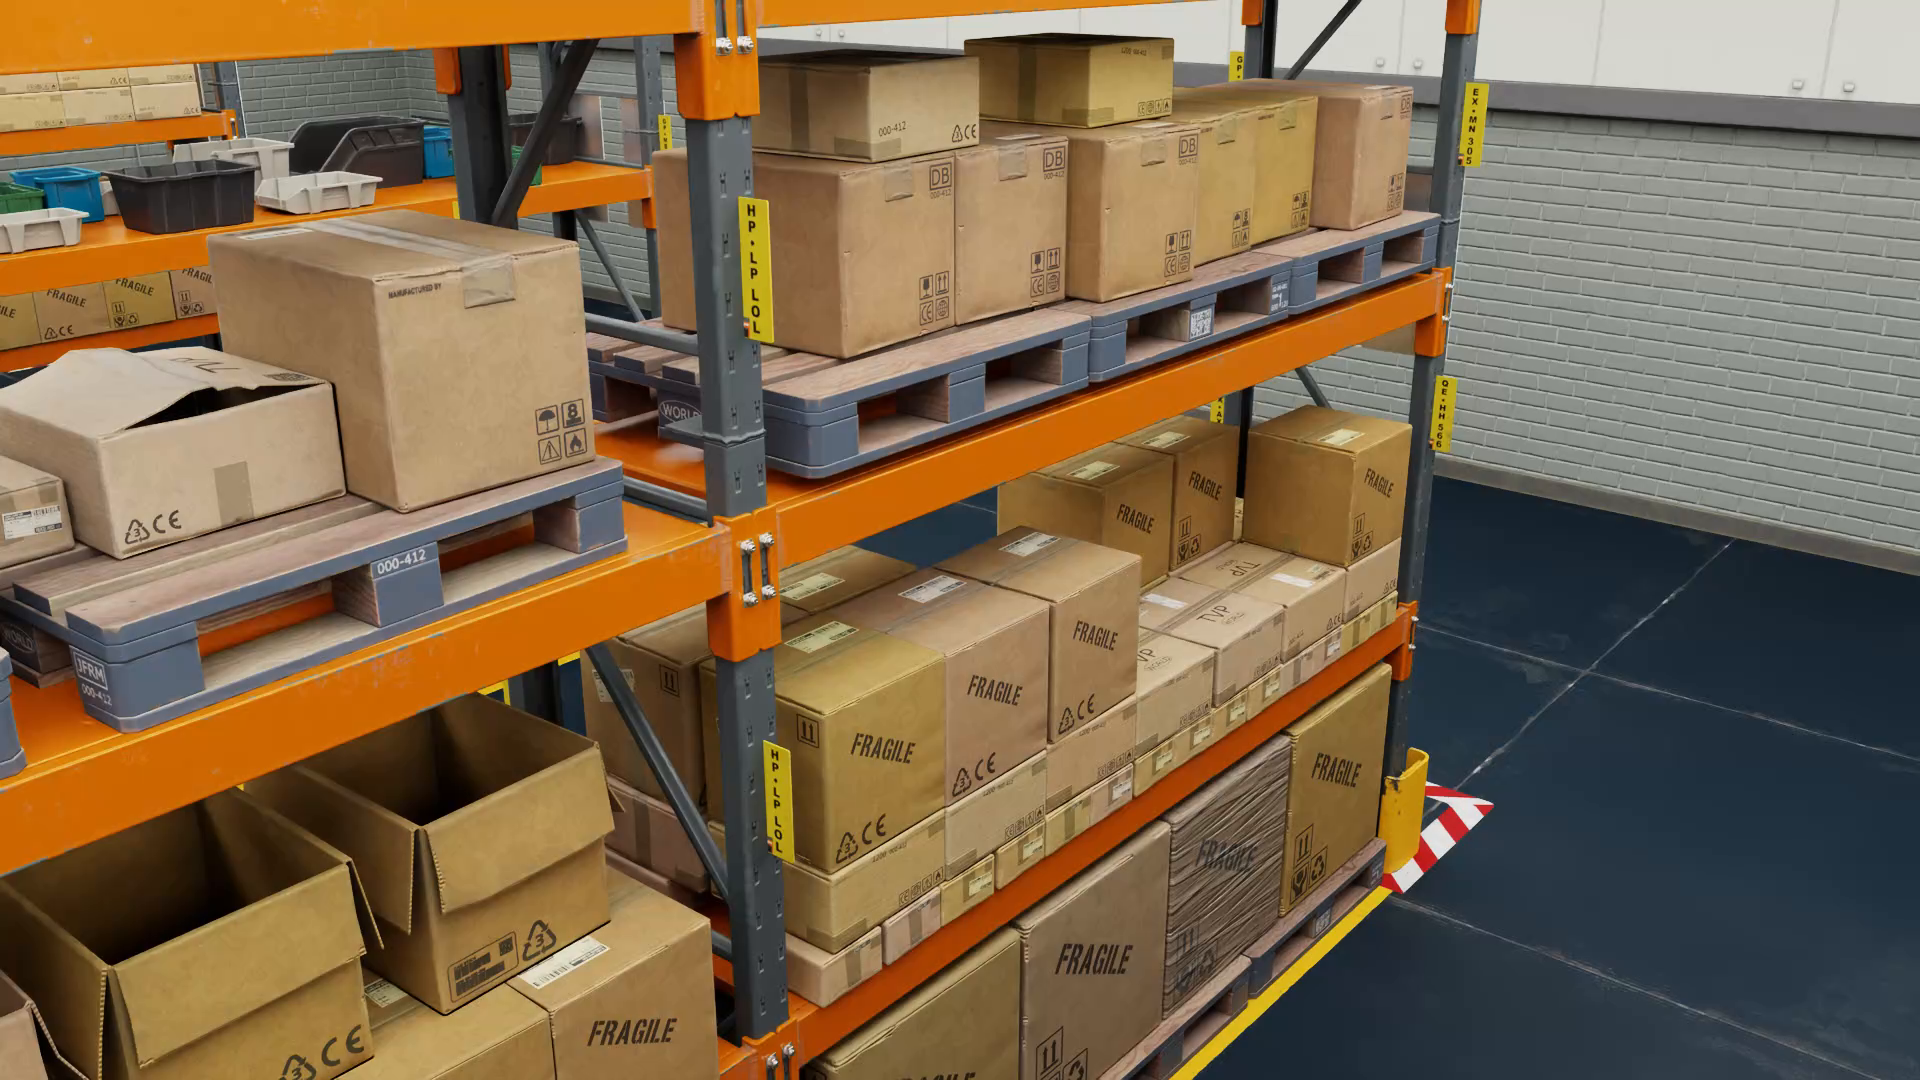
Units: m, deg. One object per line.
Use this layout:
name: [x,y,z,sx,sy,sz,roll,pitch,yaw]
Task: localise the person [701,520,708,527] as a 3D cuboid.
person: [-1.270,0.085,9.309,0.510,1.667,0.478,-17,26,-39]
